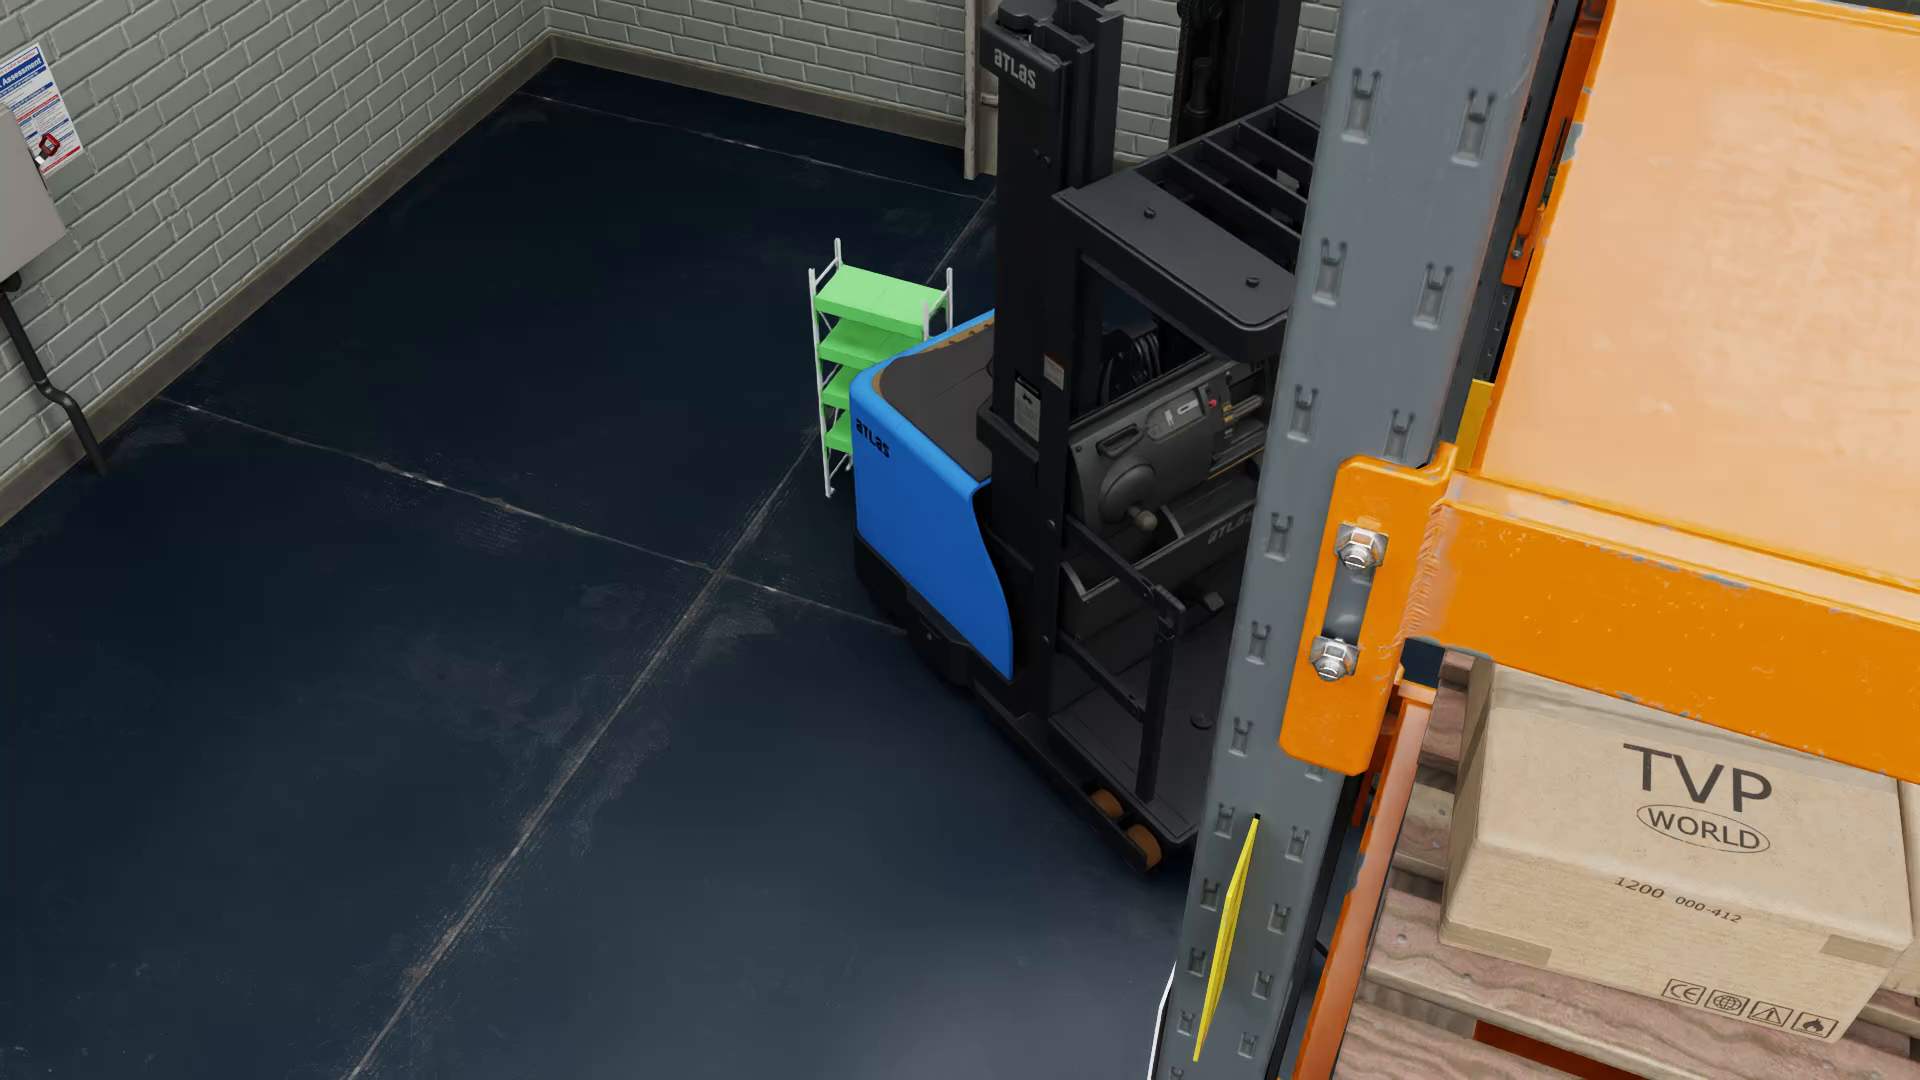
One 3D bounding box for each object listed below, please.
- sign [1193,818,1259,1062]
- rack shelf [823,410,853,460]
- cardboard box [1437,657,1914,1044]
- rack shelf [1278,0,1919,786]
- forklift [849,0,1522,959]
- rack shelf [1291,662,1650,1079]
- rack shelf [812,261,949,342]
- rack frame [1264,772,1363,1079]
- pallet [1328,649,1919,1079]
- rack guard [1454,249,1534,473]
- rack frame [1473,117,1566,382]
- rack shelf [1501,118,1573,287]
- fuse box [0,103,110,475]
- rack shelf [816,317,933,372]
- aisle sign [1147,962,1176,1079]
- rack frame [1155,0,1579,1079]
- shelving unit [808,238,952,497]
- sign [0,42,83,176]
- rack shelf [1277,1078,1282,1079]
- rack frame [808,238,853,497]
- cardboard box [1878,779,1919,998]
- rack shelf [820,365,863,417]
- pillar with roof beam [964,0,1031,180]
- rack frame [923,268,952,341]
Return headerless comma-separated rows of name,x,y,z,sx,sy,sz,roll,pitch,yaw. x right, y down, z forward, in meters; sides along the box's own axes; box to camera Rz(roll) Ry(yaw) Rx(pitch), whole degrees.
sign,0.276,0.423,1.735,0.005,0.325,0.100,16,47,16
rack shelf,-0.309,-0.407,7.079,0.480,0.148,0.258,18,47,17
cardboard box,0.945,0.334,2.238,0.500,0.250,0.500,12,46,12
rack shelf,2.341,0.278,1.223,4.000,0.370,1.077,16,47,16
forklift,0.862,-0.264,5.277,1.130,2.935,3.031,-28,51,-25
rack shelf,2.341,1.199,2.140,4.000,0.370,1.077,16,47,16
rack shelf,-0.309,-0.918,6.571,0.480,0.148,0.258,18,47,17
rack frame,0.495,1.465,3.490,0.127,3.000,1.000,16,47,16
pallet,1.184,0.627,2.268,1.213,0.211,1.003,16,47,16
rack guard,2.473,-0.861,7.600,0.348,0.500,1.175,16,47,16
rack frame,2.402,-1.768,6.739,0.127,3.000,1.000,16,47,16
rack shelf,4.248,-0.969,6.447,4.000,0.370,1.077,16,47,16
fuse box,-3.775,-0.922,6.803,0.414,1.711,0.539,16,47,16
rack shelf,-0.309,-0.748,6.740,0.480,0.148,0.258,18,47,17
aisle sign,0.317,0.712,2.403,0.004,0.787,0.394,16,47,16
rack frame,0.495,-0.662,1.374,0.127,3.000,1.000,16,47,16
shelving unit,-0.309,-0.623,6.864,0.503,1.200,0.258,18,47,17
sign,-3.776,-1.723,6.762,0.001,0.494,0.329,16,47,16
rack shelf,2.341,2.263,3.198,4.000,0.370,1.077,16,47,16
rack frame,-0.531,-0.693,6.935,0.015,1.200,0.240,18,47,17
cardboard box,1.363,0.431,2.212,0.250,0.149,0.380,13,46,13
rack shelf,-0.309,-0.578,6.909,0.480,0.148,0.258,18,47,17
pillar with roof beam,-1.396,-2.411,3.132,0.400,9.000,9.100,16,47,16
rack frame,-0.086,-0.552,6.793,0.015,1.200,0.240,18,47,17
